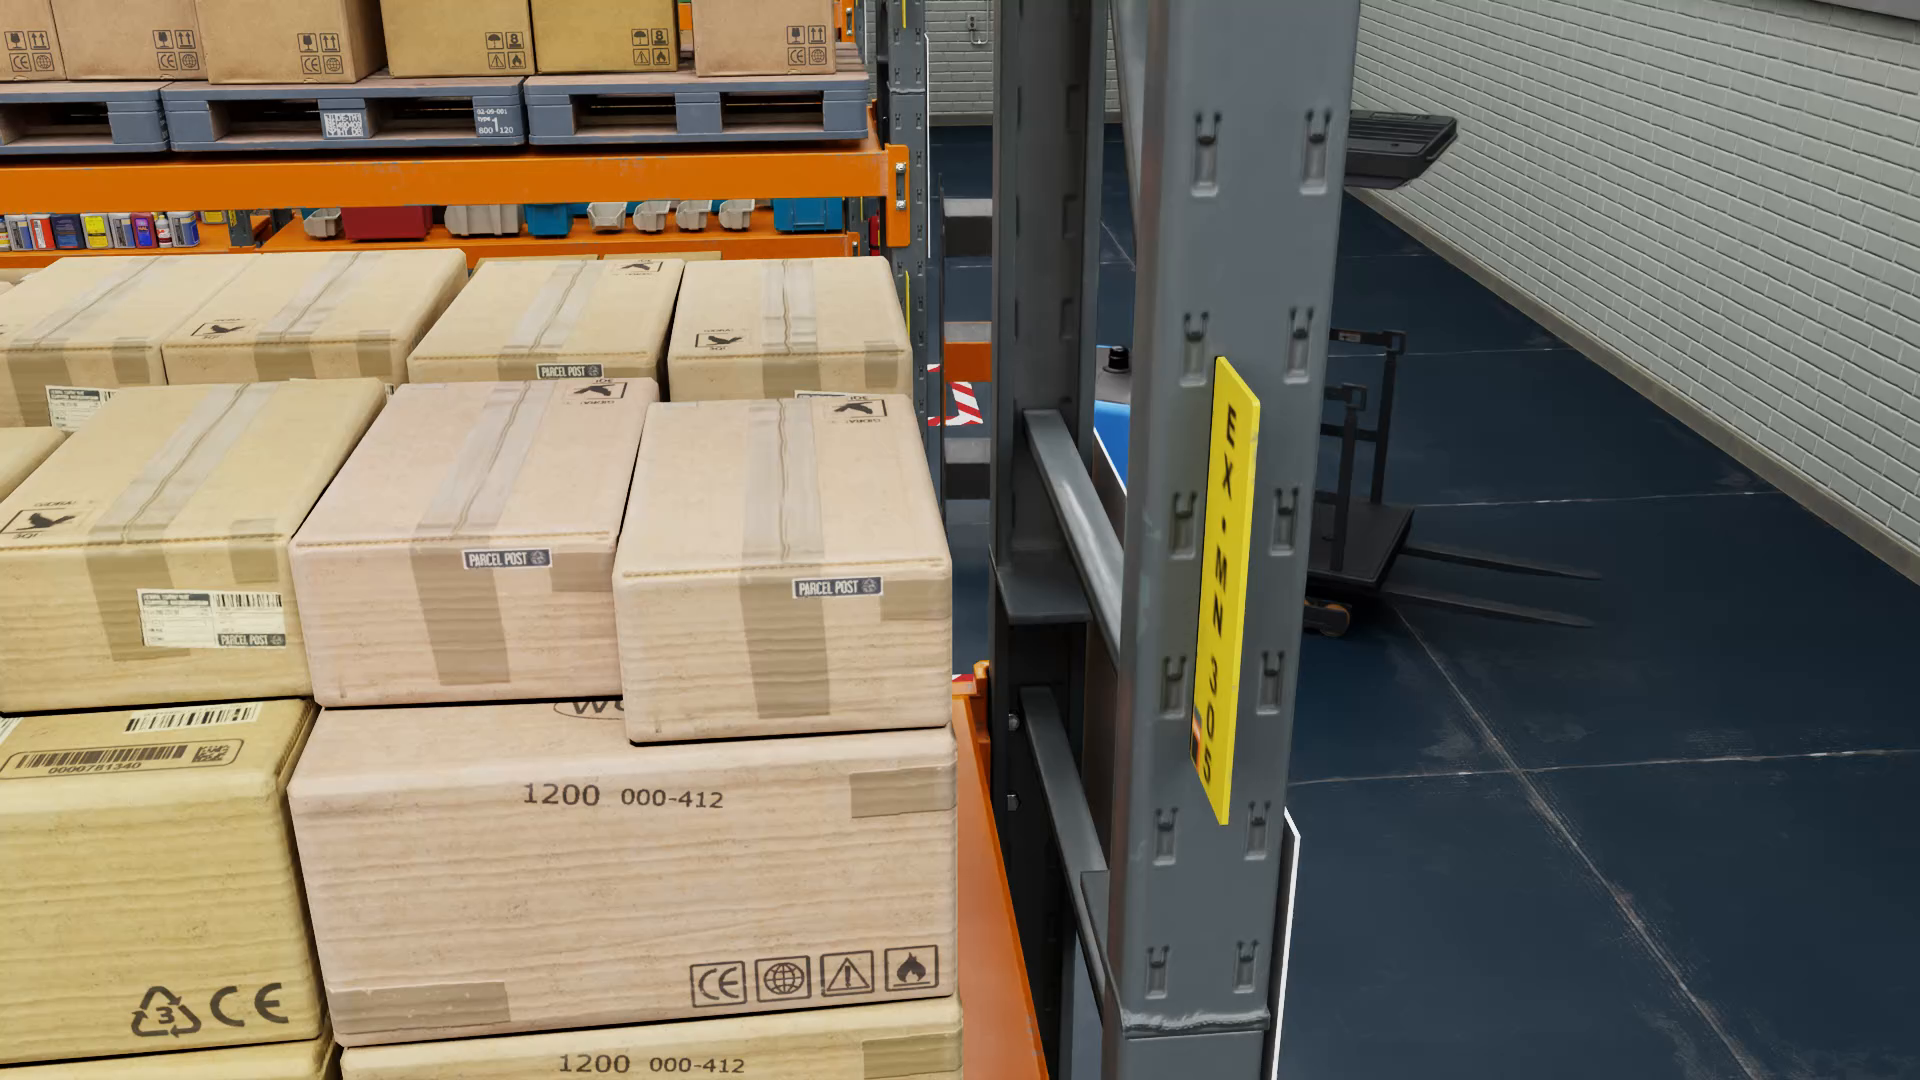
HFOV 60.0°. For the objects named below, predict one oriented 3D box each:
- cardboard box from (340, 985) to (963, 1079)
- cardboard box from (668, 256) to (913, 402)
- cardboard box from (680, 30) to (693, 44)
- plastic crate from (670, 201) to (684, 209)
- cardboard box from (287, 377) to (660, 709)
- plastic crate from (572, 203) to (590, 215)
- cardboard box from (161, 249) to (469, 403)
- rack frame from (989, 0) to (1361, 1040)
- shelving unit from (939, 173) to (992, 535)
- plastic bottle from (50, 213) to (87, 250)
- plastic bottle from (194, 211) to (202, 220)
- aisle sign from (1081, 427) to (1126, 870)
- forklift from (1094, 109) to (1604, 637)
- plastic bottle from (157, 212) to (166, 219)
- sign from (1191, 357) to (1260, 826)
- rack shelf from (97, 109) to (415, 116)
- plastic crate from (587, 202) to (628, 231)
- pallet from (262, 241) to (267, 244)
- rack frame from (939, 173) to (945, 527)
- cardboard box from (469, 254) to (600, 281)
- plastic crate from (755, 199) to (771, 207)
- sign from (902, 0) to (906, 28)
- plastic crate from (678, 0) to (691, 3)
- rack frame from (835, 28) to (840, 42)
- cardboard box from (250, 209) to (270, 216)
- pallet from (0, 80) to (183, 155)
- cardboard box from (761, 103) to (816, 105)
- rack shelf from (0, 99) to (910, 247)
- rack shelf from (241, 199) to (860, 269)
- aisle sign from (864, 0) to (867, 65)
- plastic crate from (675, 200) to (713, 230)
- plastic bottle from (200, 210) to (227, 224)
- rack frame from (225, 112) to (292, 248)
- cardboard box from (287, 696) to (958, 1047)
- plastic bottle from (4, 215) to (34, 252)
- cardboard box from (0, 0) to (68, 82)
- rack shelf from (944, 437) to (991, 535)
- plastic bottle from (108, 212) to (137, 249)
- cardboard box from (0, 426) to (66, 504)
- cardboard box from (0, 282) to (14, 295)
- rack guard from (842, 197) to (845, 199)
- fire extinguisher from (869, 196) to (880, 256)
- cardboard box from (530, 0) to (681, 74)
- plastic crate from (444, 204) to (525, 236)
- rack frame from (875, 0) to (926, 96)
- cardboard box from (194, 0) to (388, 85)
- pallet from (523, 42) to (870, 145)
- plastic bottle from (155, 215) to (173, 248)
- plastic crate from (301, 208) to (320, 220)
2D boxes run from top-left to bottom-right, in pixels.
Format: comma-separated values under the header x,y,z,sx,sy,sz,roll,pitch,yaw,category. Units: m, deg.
x,y,z,sx,sy,sz,roll,pitch,yaw,category
-0.275,0.413,1.620,0.500,0.250,0.500,-3,24,-6,cardboard box
-0.193,-0.202,1.897,0.250,0.149,0.380,-2,24,-6,cardboard box
-2.639,-4.754,15.398,0.500,0.500,0.500,-2,24,-4,cardboard box
-2.002,-2.445,11.808,0.298,0.136,0.250,-2,24,-5,plastic crate
-0.403,-0.012,1.469,0.250,0.149,0.380,-2,24,-4,cardboard box
-2.609,-2.430,11.657,0.300,0.233,0.416,-2,24,-5,plastic crate
-0.725,-0.218,1.932,0.250,0.149,0.380,-2,24,-5,cardboard box
0.152,-1.151,1.261,0.127,3.000,1.000,-2,24,-5,rack frame
0.144,-0.966,9.337,0.503,2.100,0.431,-1,24,-2,shelving unit
-5.769,-2.062,10.757,0.185,0.351,0.144,-2,24,-5,plastic bottle
-5.242,-2.360,11.511,0.133,0.283,0.061,-2,24,-5,plastic bottle
0.195,0.278,2.231,0.004,0.787,0.394,-2,24,-5,aisle sign
1.888,-1.083,8.577,3.031,2.935,1.130,10,26,22,forklift
-5.565,-2.325,11.441,0.135,0.276,0.152,-2,24,-5,plastic bottle
0.187,0.040,1.184,0.005,0.325,0.100,-2,24,-5,sign
-7.176,-3.855,15.615,4.000,0.370,1.077,-2,24,-5,rack shelf
-2.373,-2.176,11.203,0.250,0.136,0.298,-2,24,-5,plastic crate
-5.991,-2.941,16.108,1.213,0.211,1.003,-2,24,-5,pallet
-0.100,-0.963,9.331,0.015,2.100,0.400,-1,24,-2,rack frame
-1.752,-0.876,6.923,0.500,0.500,0.500,-3,24,-7,cardboard box
-1.327,-2.472,11.869,0.298,0.136,0.250,-2,24,-5,plastic crate
-0.195,-1.938,5.732,0.005,0.325,0.100,-2,24,-5,sign
-1.675,-3.540,10.589,0.336,0.188,0.450,-2,24,-5,plastic crate
-1.205,-4.423,16.008,0.127,3.000,1.000,-2,24,-5,rack frame
-6.640,-3.151,15.681,0.500,0.500,0.500,-2,24,-4,cardboard box
-3.400,-1.618,6.113,1.213,0.211,1.003,-2,24,-5,pallet
-1.624,-4.341,15.700,0.500,0.500,0.500,-2,24,-4,cardboard box
-2.225,-1.381,6.357,4.000,0.370,1.077,-2,24,-5,rack shelf
-2.712,-2.012,11.470,4.000,0.370,1.077,-2,24,-5,rack shelf
-0.621,-3.493,10.716,0.004,0.787,0.394,-2,24,-5,aisle sign
-1.805,-2.216,11.294,0.243,0.136,0.396,-2,24,-5,plastic crate
-5.125,-2.354,11.414,0.185,0.351,0.144,-2,24,-5,plastic bottle
-4.702,-2.261,11.144,0.127,3.000,1.000,-2,24,-5,rack frame
-0.281,0.181,1.527,0.500,0.250,0.500,-3,24,-7,cardboard box
-6.062,-2.018,10.750,0.135,0.276,0.152,-2,24,-5,plastic bottle
-3.443,-1.969,6.030,0.500,0.500,0.700,-4,24,-8,cardboard box
0.144,-0.314,9.628,0.480,0.518,0.431,-1,24,-2,rack shelf
-5.426,-2.044,10.807,0.135,0.276,0.152,-2,24,-5,plastic bottle
-0.912,0.044,1.342,0.250,0.149,0.380,-2,24,-4,cardboard box
-1.213,-0.155,1.792,0.250,0.149,0.380,-2,24,-4,cardboard box
-1.280,-3.278,16.509,0.348,0.500,1.175,-2,24,-5,rack guard
-0.527,-2.037,11.195,0.183,0.674,0.296,-2,24,-5,fire extinguisher
-1.319,-2.057,6.228,0.500,0.500,0.700,-3,24,-7,cardboard box
-3.165,-2.221,11.126,0.530,0.282,0.437,-2,24,-5,plastic crate
-0.235,-3.160,5.781,0.127,3.000,1.000,-2,24,-5,rack frame
-2.373,-1.952,5.992,0.500,0.500,0.700,-1,24,-3,cardboard box
-0.972,-1.715,6.332,1.213,0.211,1.003,-2,24,-5,pallet
-5.175,-2.008,10.820,0.097,0.201,0.097,0,24,0,plastic bottle
-4.271,-2.438,11.487,0.575,0.384,0.392,-2,24,-5,plastic crate
